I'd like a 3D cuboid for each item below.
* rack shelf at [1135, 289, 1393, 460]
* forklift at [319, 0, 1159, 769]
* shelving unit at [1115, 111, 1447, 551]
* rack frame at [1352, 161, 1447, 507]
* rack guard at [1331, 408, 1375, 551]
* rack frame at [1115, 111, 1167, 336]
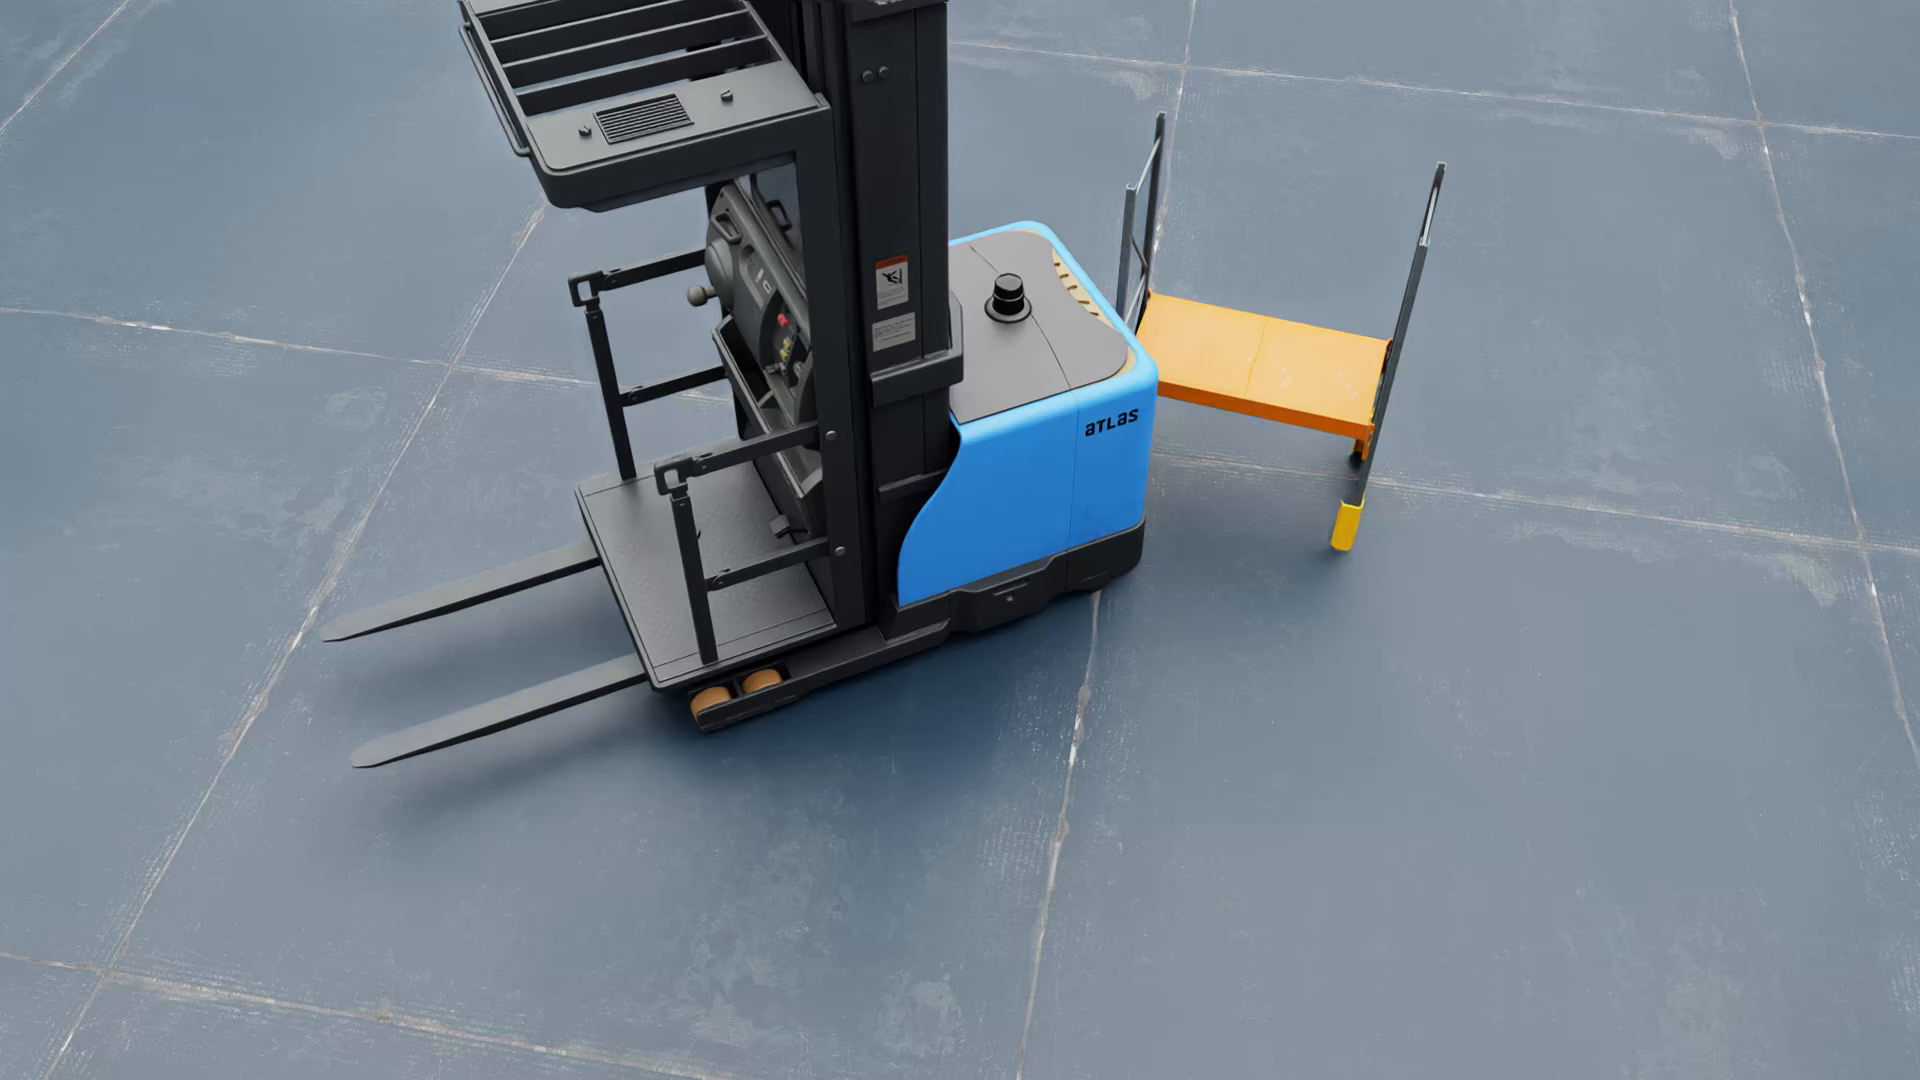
[{"bbox_3d":[1.155,-0.663,6.551,1.000,0.185,0.538,14,49,12],"label":"rack shelf"},{"bbox_3d":[-0.844,-0.735,5.412,3.031,2.935,1.130,-19,51,-16],"label":"forklift"},{"bbox_3d":[1.147,-0.785,6.419,1.083,1.500,0.587,14,49,12],"label":"shelving unit"},{"bbox_3d":[1.639,-0.666,6.312,0.032,1.500,0.500,14,49,12],"label":"rack frame"},{"bbox_3d":[1.620,-0.253,6.781,0.087,0.250,0.587,14,49,12],"label":"rack guard"},{"bbox_3d":[0.672,-0.900,6.522,0.032,1.500,0.500,14,49,12],"label":"rack frame"}]
